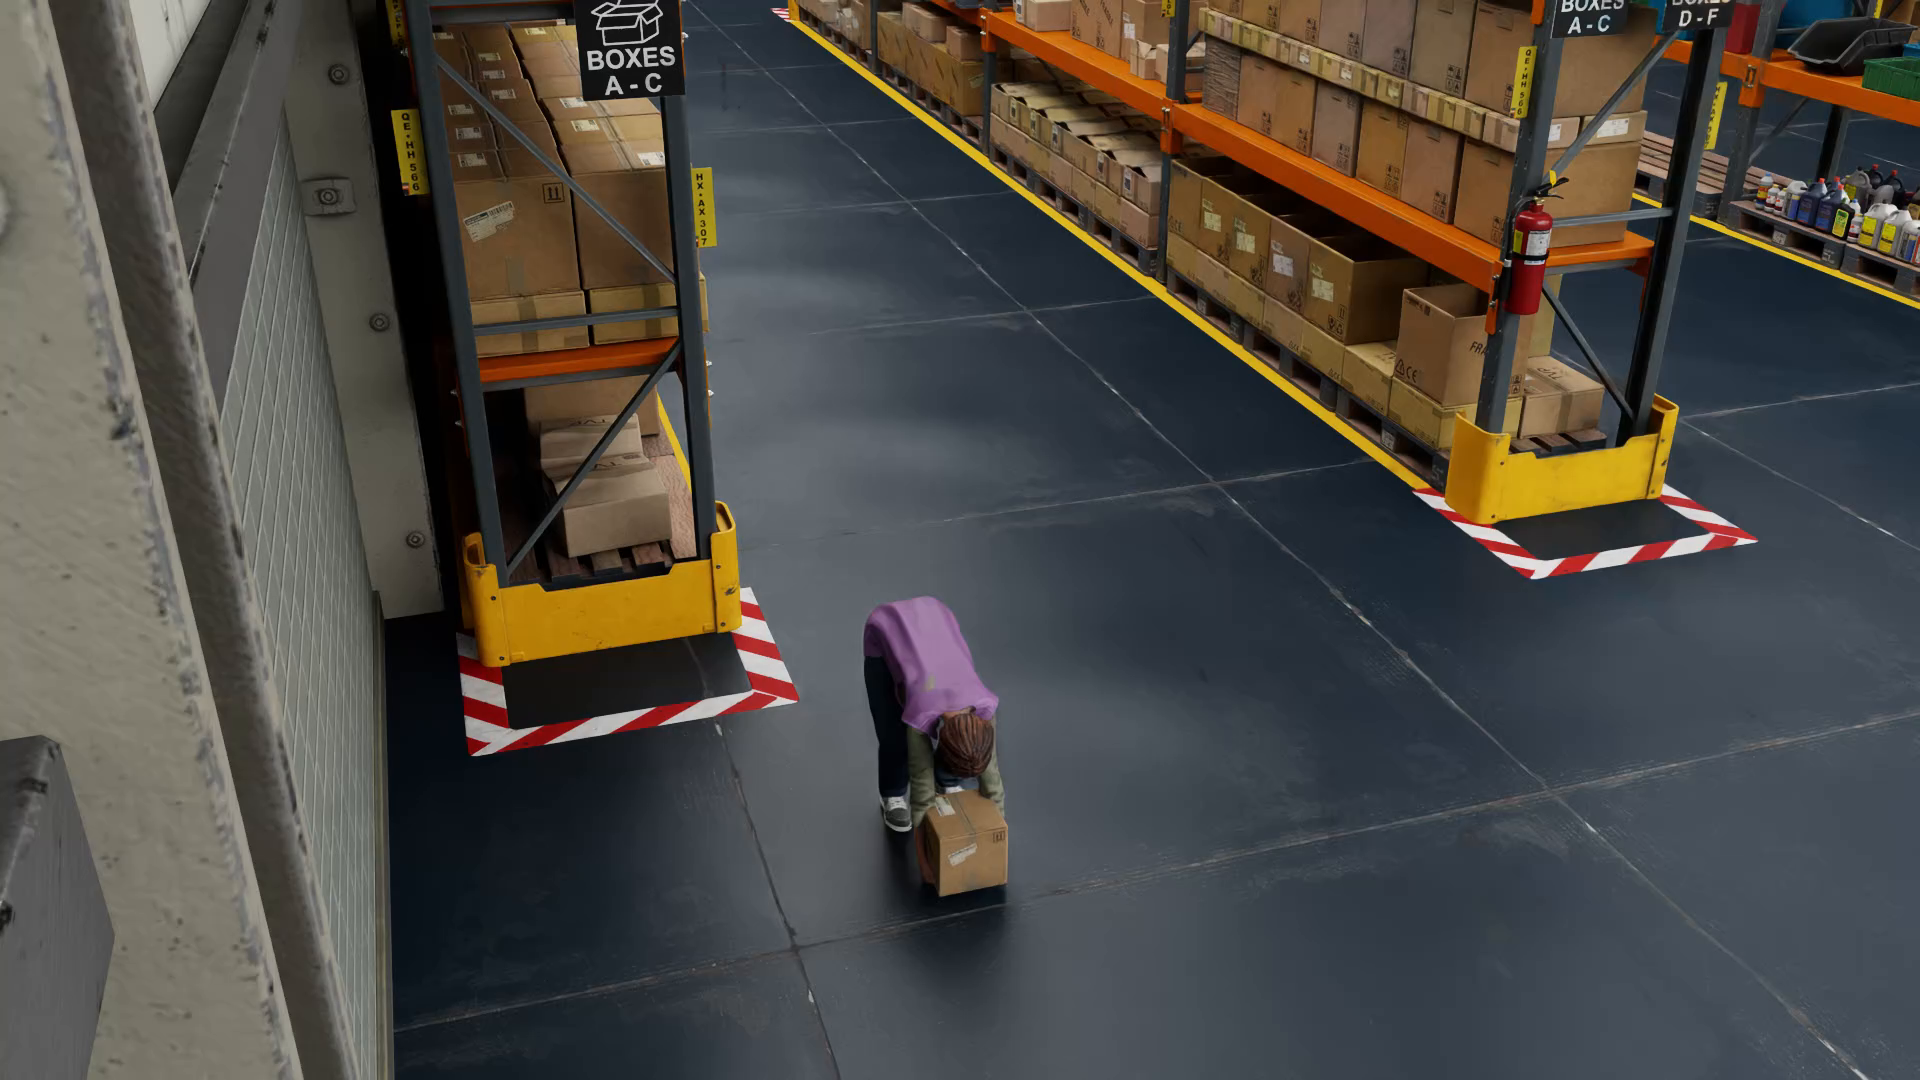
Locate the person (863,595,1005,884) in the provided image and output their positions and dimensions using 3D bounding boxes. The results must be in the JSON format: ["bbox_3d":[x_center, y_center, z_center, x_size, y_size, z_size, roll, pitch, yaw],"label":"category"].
[{"bbox_3d":[-0.086,0.721,6.038,0.425,0.837,0.853,-10,28,-18],"label":"person"}]
